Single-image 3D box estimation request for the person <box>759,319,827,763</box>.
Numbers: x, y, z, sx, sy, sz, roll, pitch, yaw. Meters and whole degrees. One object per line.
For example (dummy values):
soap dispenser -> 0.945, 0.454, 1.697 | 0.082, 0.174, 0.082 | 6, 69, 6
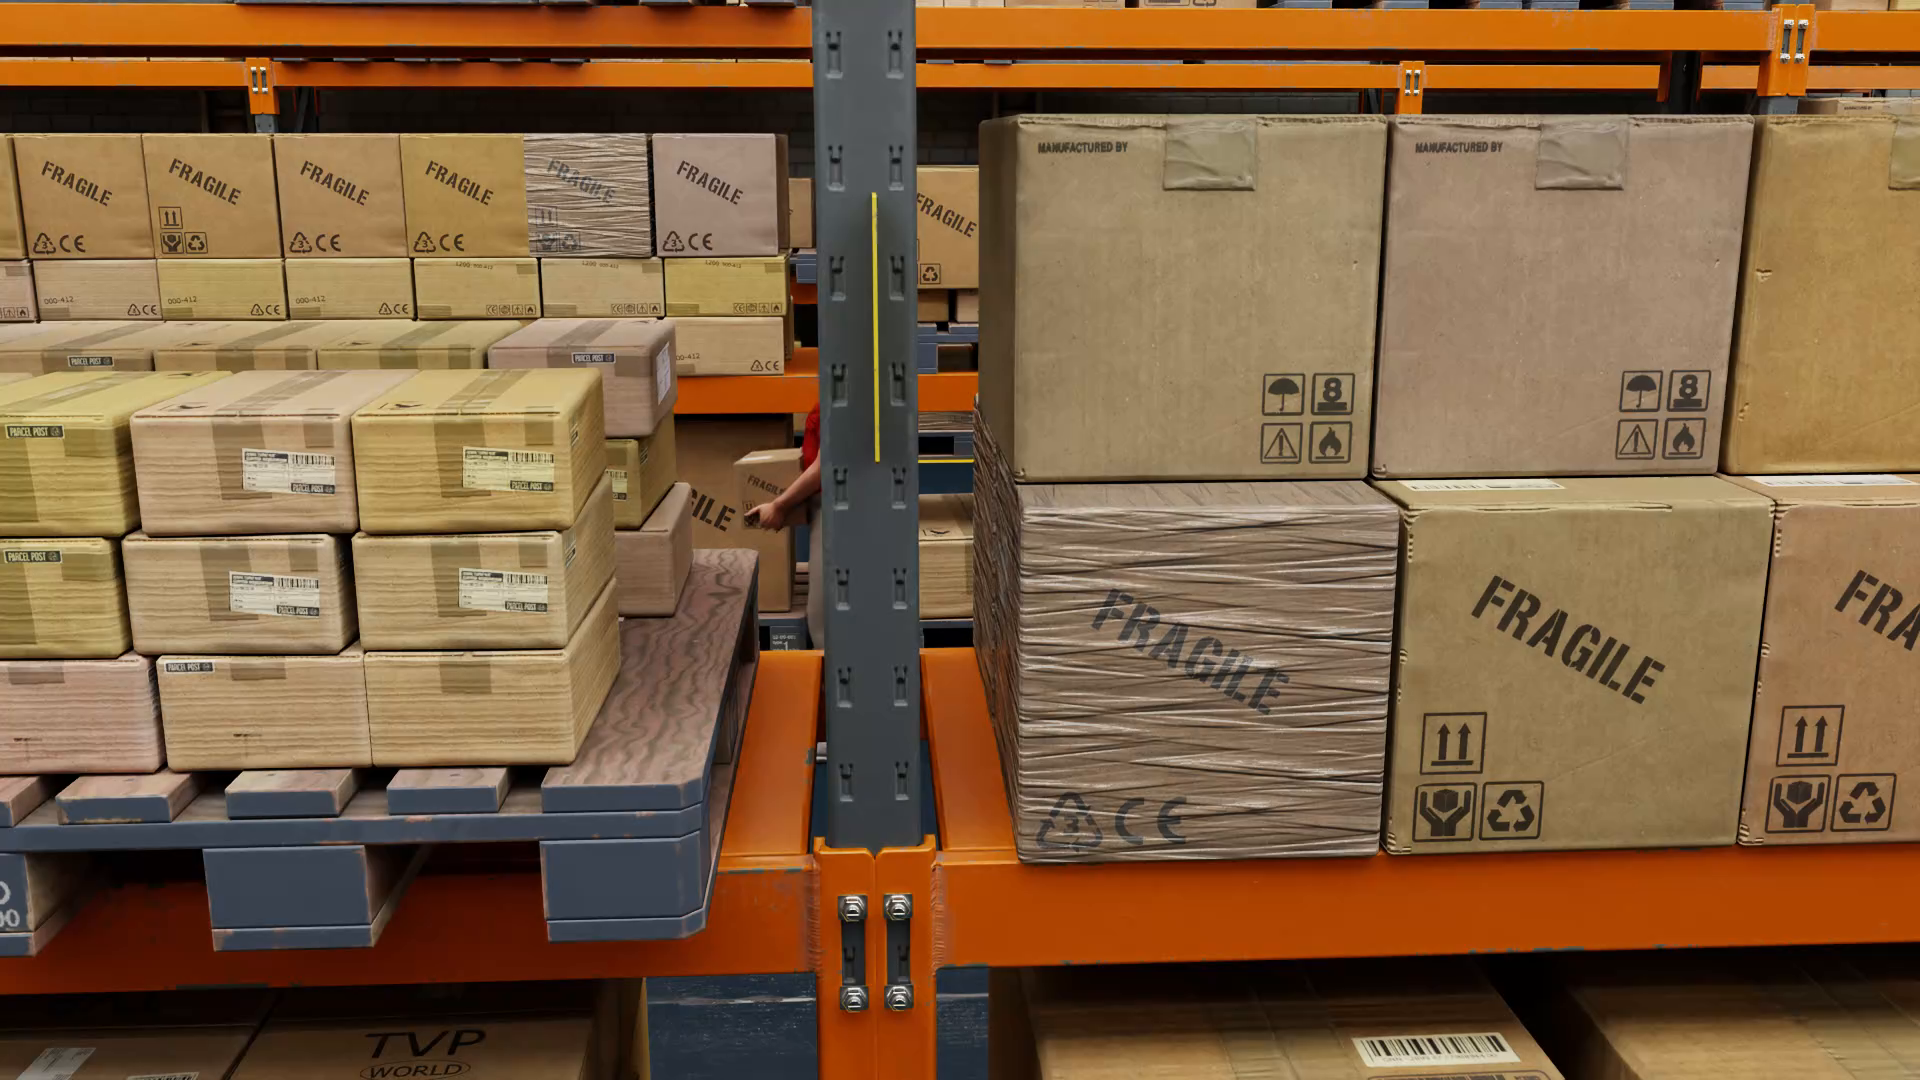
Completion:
person -> -0.480, -0.048, 6.211 | 0.483, 1.733, 0.530 | 2, 14, 8
